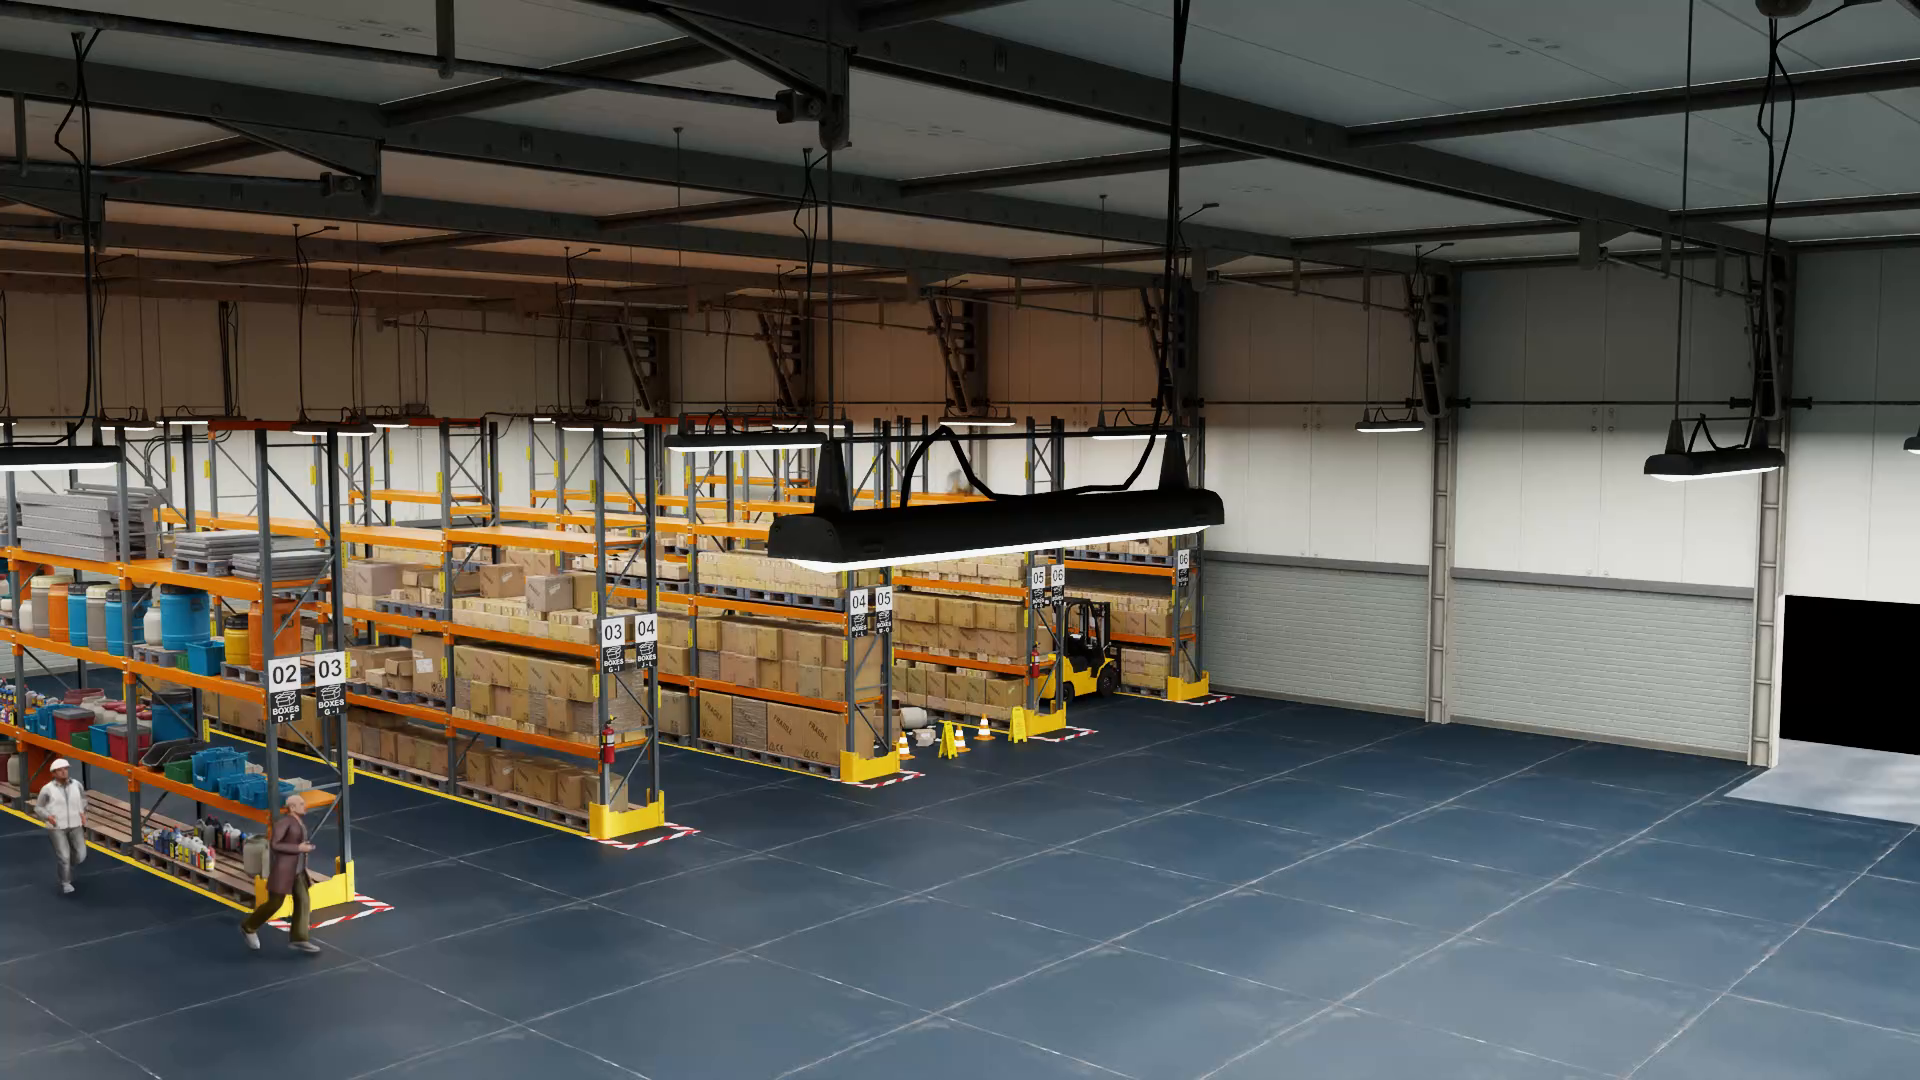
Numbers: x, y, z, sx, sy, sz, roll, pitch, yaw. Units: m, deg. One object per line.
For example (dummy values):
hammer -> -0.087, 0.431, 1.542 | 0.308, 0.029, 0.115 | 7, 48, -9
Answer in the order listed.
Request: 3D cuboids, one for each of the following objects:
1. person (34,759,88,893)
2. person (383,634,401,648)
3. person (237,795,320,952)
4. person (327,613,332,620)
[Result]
person -> -11.578, 3.683, 21.494 | 0.607, 1.722, 0.656 | 5, 7, 44
person -> -13.592, 2.190, 39.855 | 0.497, 1.674, 0.728 | 0, 5, 5
person -> -7.803, 3.854, 19.338 | 1.015, 1.737, 0.717 | 1, 5, 11
person -> -14.791, 2.273, 39.015 | 0.599, 1.682, 0.595 | 2, 5, 27
